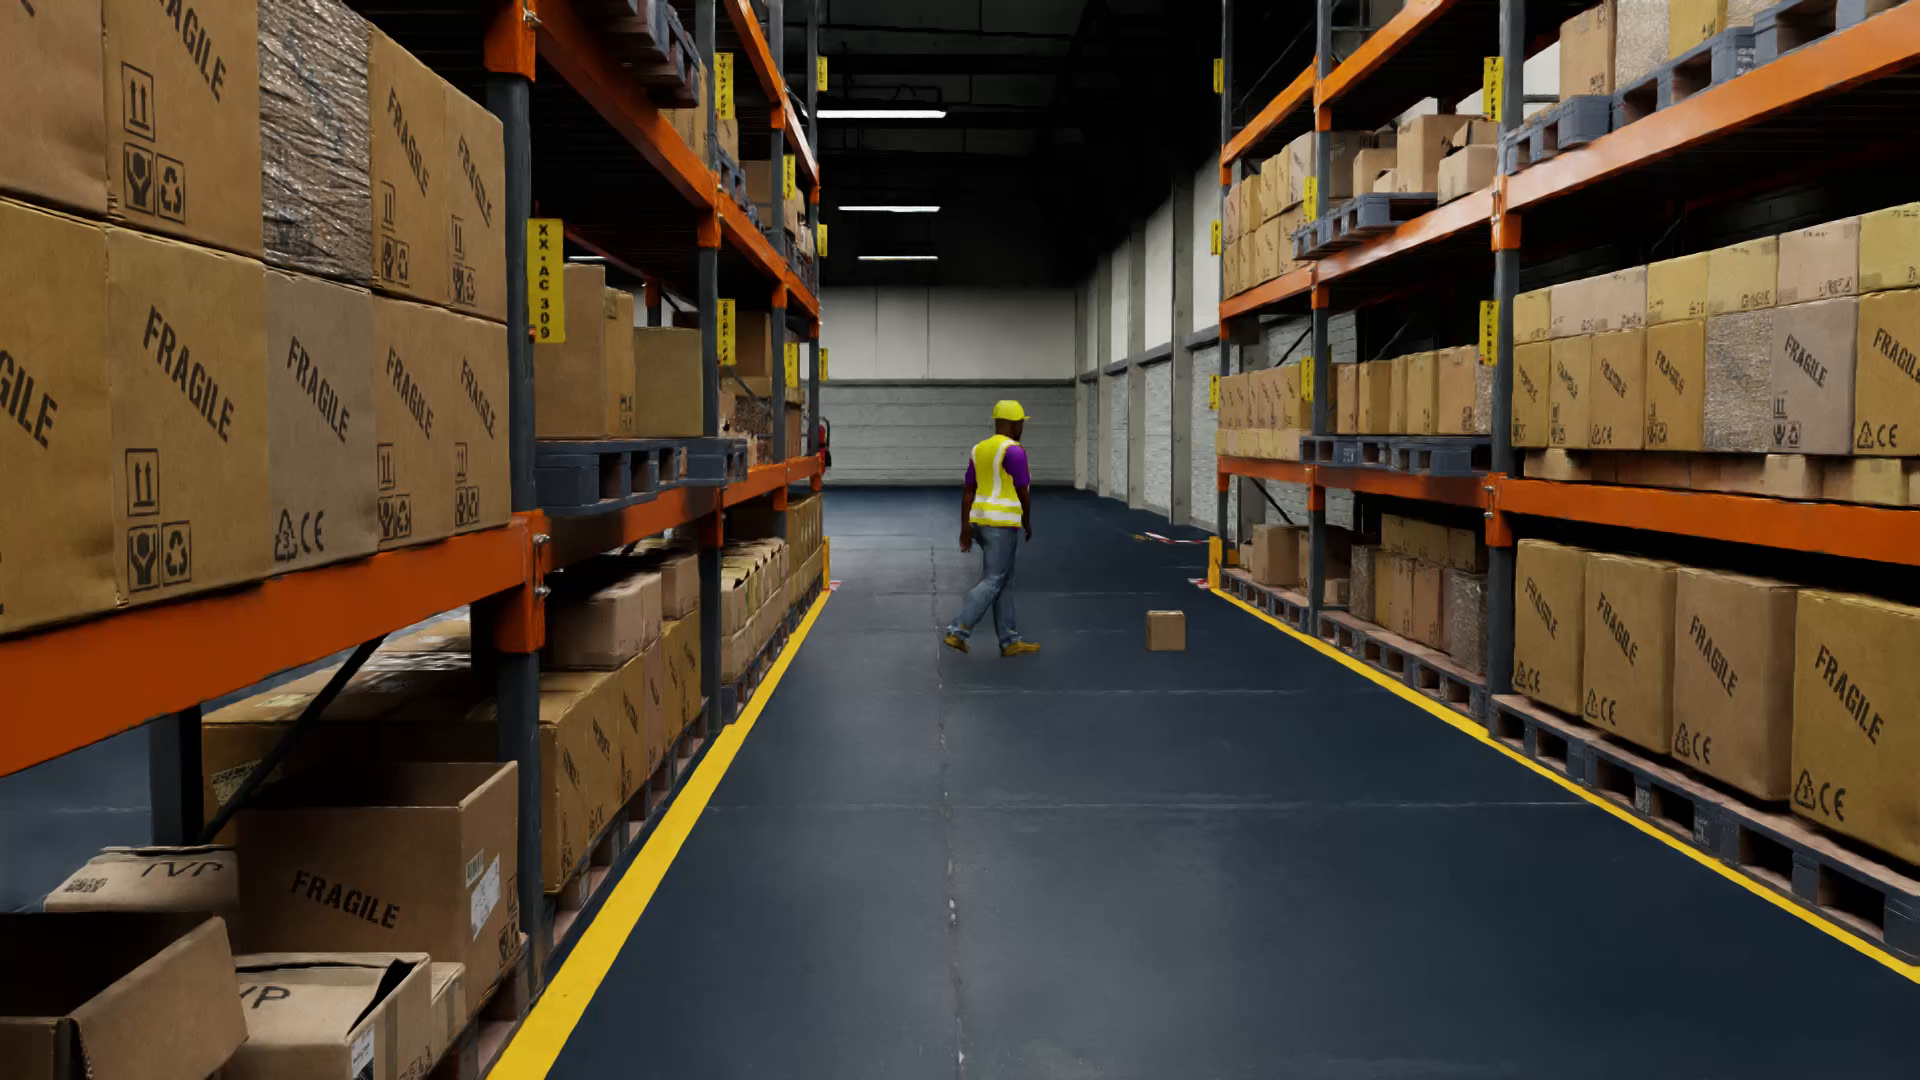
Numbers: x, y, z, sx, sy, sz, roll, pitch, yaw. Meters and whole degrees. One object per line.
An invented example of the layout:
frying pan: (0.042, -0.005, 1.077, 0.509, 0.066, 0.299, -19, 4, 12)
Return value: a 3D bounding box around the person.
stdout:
person: (0.200, -0.081, 11.370, 0.755, 1.756, 0.599, -2, 4, -24)
